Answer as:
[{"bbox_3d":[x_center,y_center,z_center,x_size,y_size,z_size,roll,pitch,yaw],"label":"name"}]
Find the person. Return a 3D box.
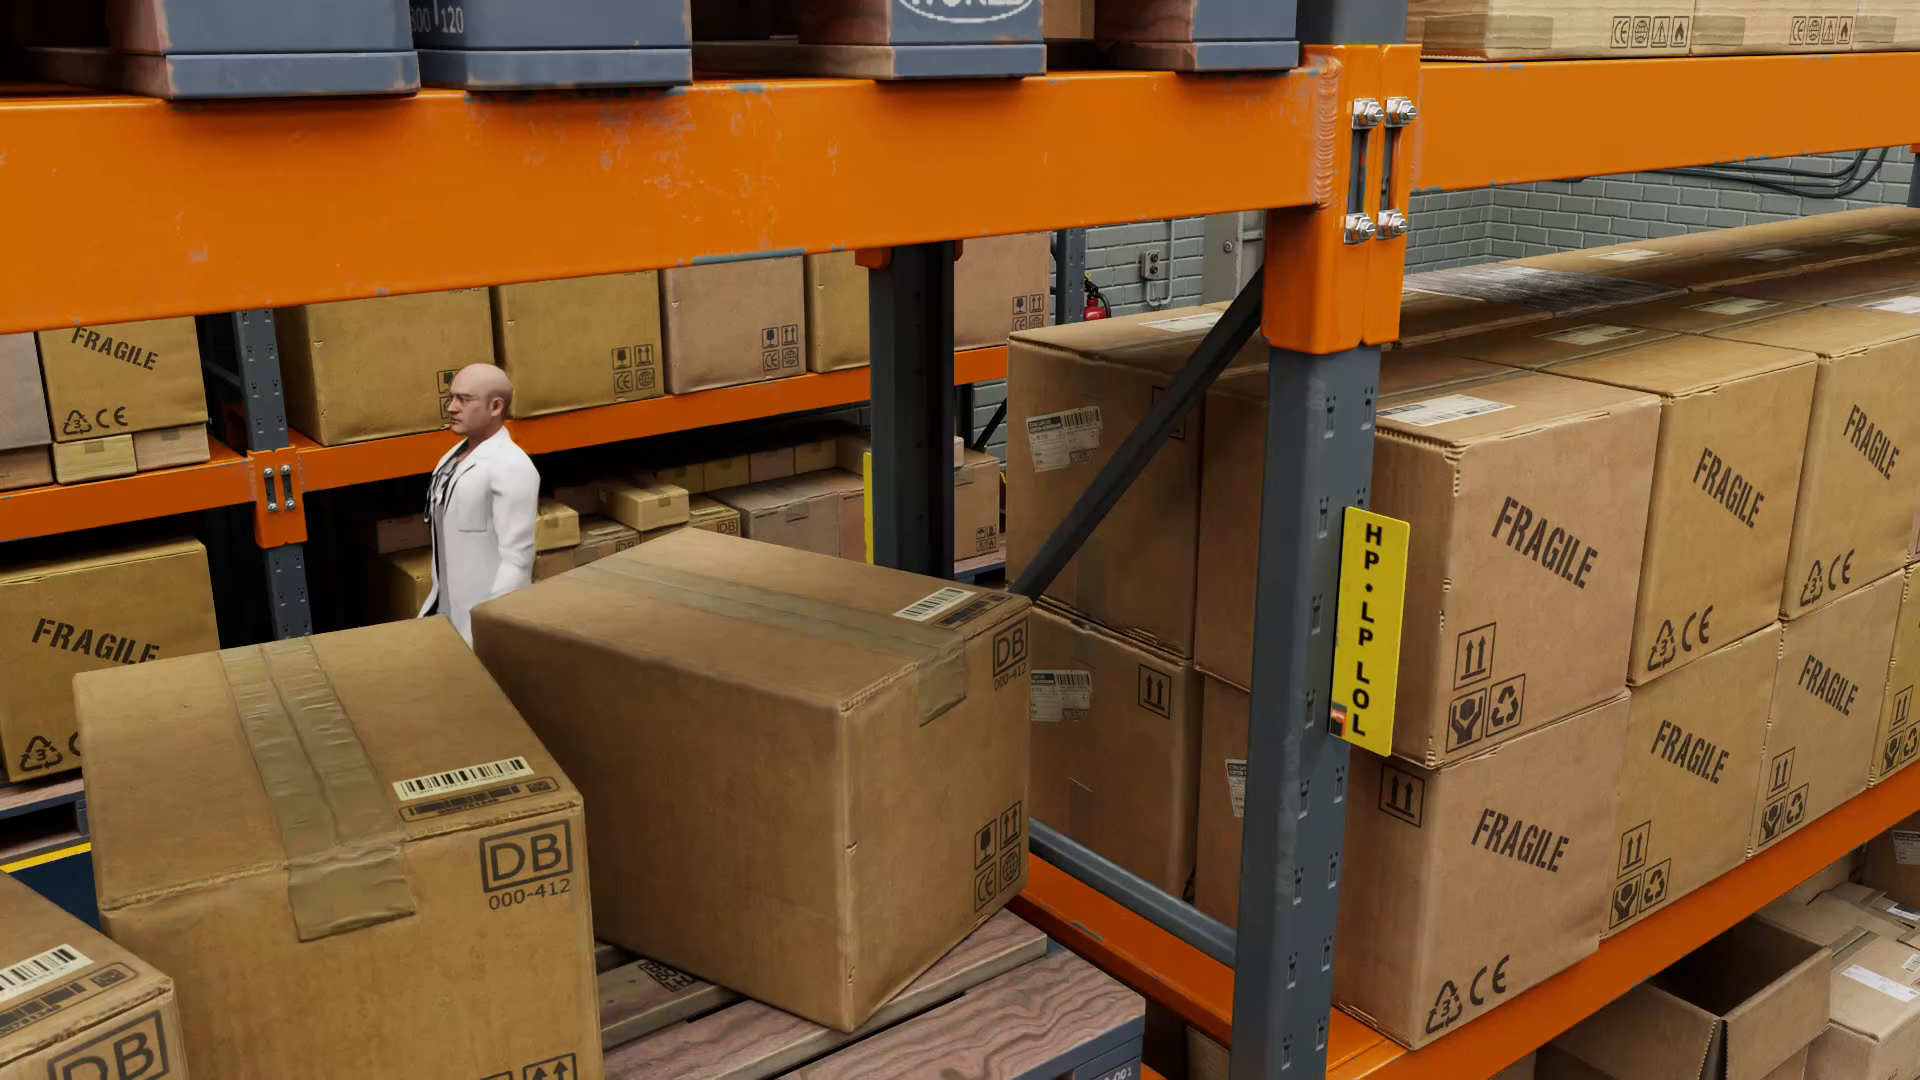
[{"bbox_3d":[-1.611,0.250,5.778,1.056,1.732,0.609,-15,23,-39],"label":"person"}]
